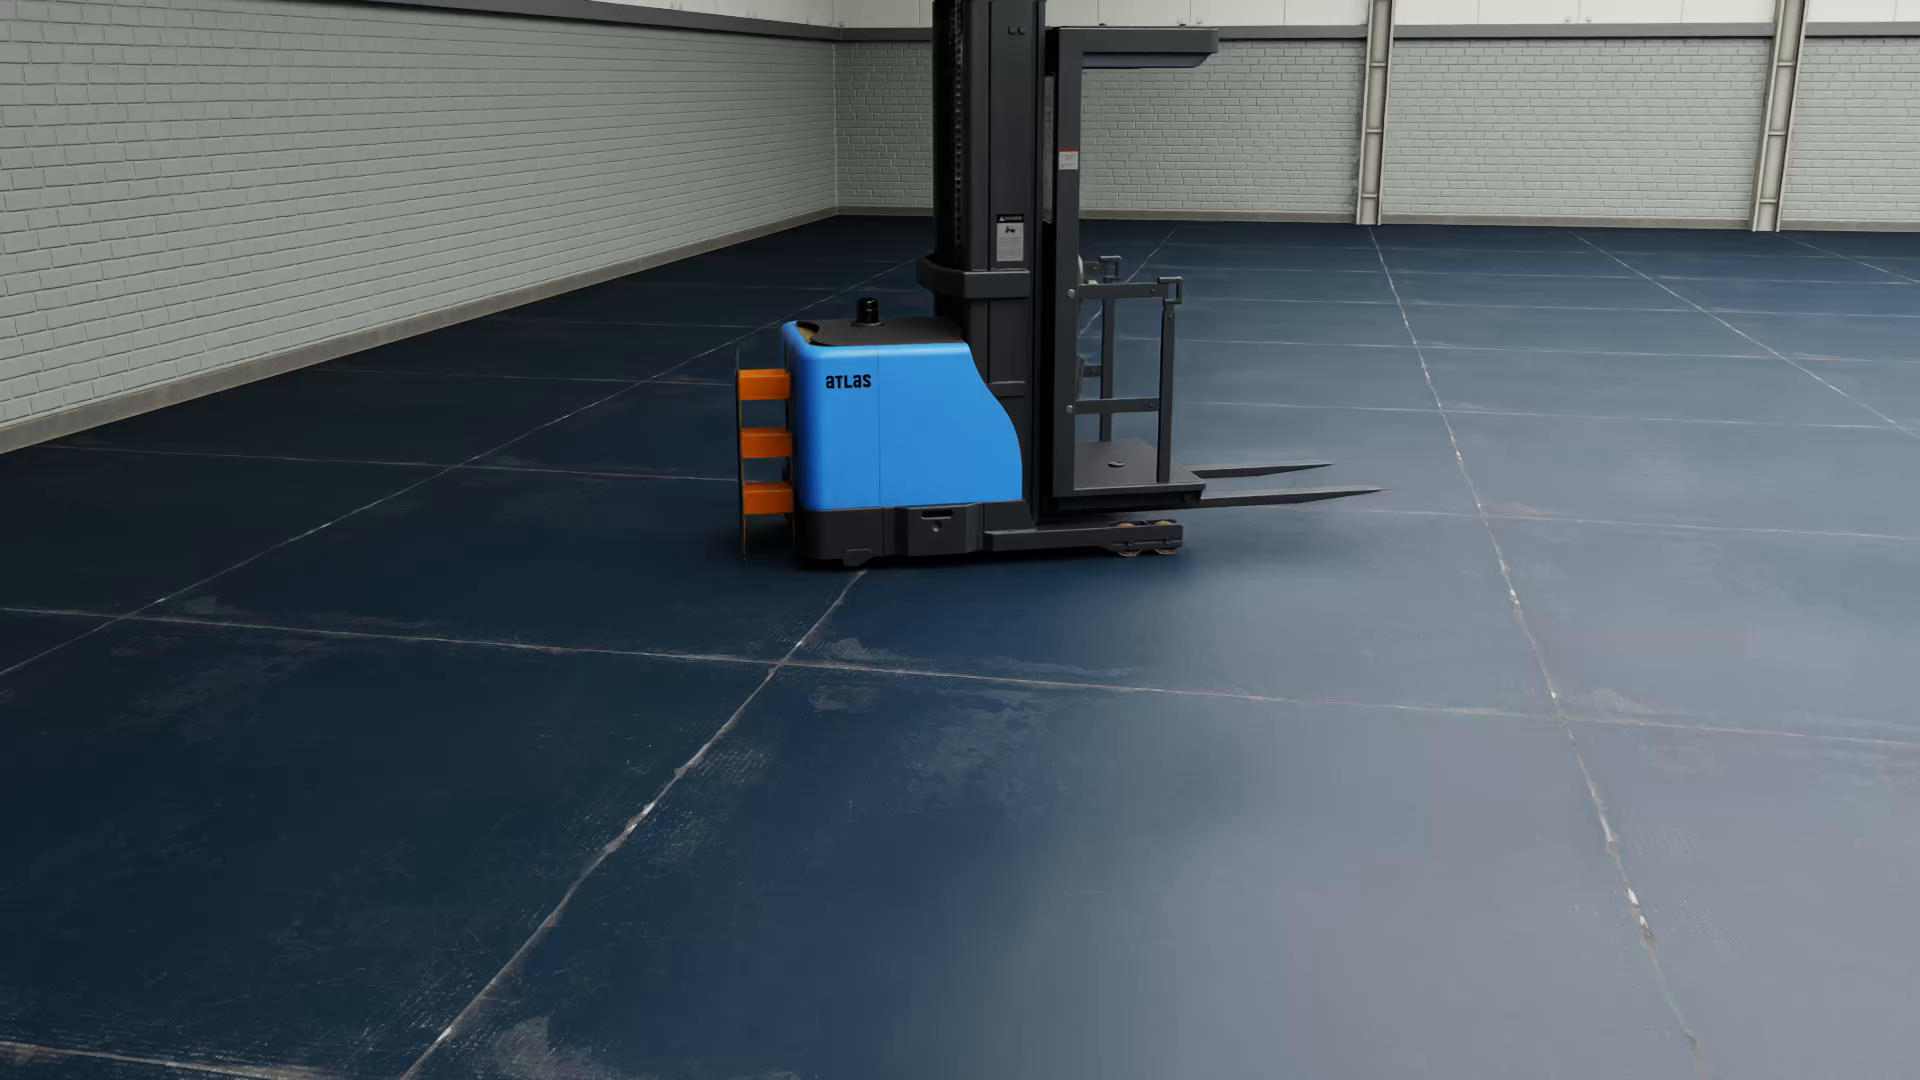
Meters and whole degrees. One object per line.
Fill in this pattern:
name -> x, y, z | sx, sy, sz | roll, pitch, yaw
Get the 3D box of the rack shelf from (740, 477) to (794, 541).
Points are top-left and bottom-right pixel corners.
rack shelf -> -0.948, -0.154, 8.161 | 0.240, 0.259, 0.215 | -3, 16, -11

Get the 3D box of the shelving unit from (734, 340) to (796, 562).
shelving unit -> -0.948, -0.432, 8.084 | 0.252, 1.050, 0.215 | -3, 16, -11

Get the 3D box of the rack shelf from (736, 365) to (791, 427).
rack shelf -> -0.948, -0.695, 8.011 | 0.240, 0.259, 0.215 | -3, 16, -11

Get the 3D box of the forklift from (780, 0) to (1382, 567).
forklift -> 0.638, -1.464, 8.286 | 3.031, 2.935, 1.130 | -3, 16, -11

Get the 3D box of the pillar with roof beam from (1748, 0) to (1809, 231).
pillar with roof beam -> 11.662, -8.037, 20.650 | 0.400, 9.000, 9.100 | 3, 16, 11

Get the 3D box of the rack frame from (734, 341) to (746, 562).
rack frame -> -1.067, -0.425, 8.060 | 0.008, 1.050, 0.200 | -3, 16, -11

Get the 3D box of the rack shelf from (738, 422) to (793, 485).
rack shelf -> -0.948, -0.421, 8.086 | 0.240, 0.259, 0.215 | -3, 16, -11

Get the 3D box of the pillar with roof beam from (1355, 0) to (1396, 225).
pillar with roof beam -> 5.782, -8.357, 21.803 | 0.400, 9.000, 9.100 | 3, 16, 11

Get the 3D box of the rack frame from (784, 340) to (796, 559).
rack frame -> -0.828, -0.438, 8.108 | 0.008, 1.050, 0.200 | -3, 16, -11
